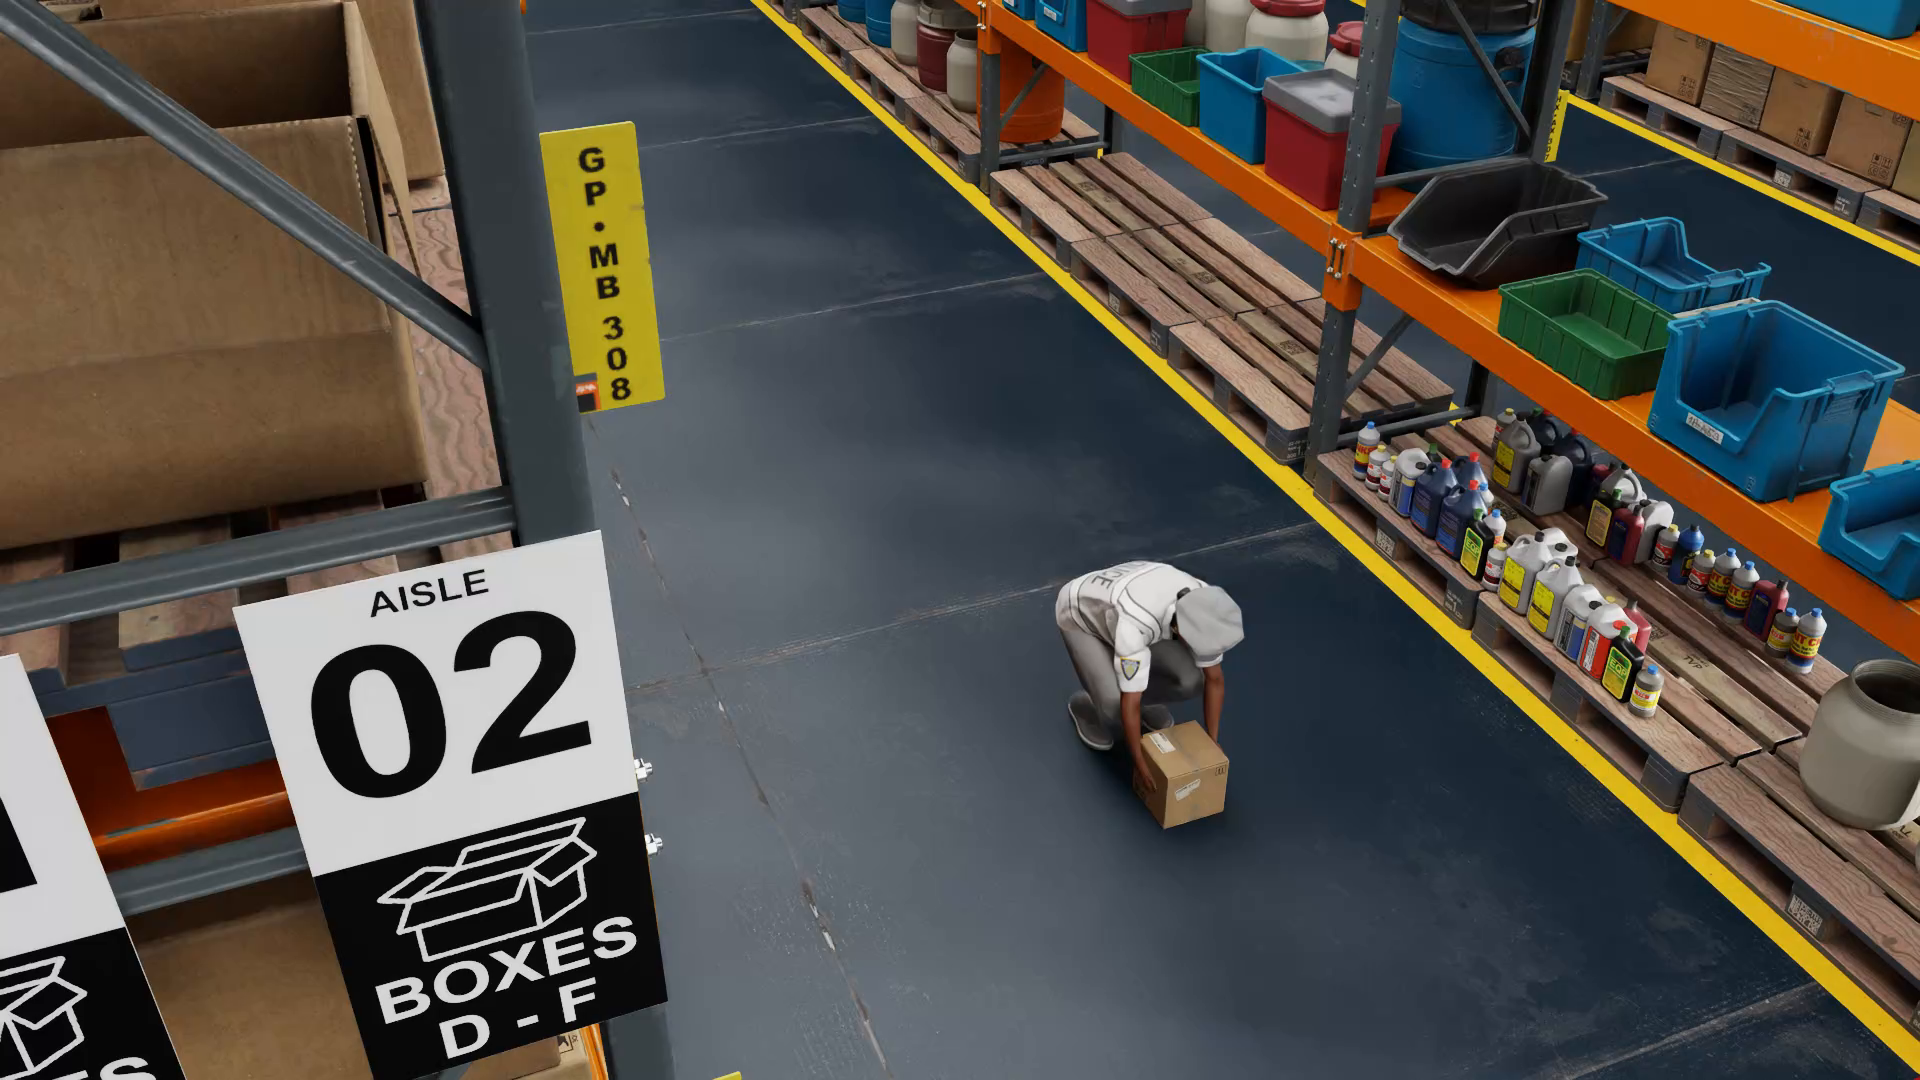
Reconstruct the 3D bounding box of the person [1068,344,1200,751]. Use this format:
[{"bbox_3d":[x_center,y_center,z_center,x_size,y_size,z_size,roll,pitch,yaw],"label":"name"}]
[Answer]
[{"bbox_3d":[0.657,0.052,6.058,0.416,1.677,0.536,-14,36,-20],"label":"person"}]
